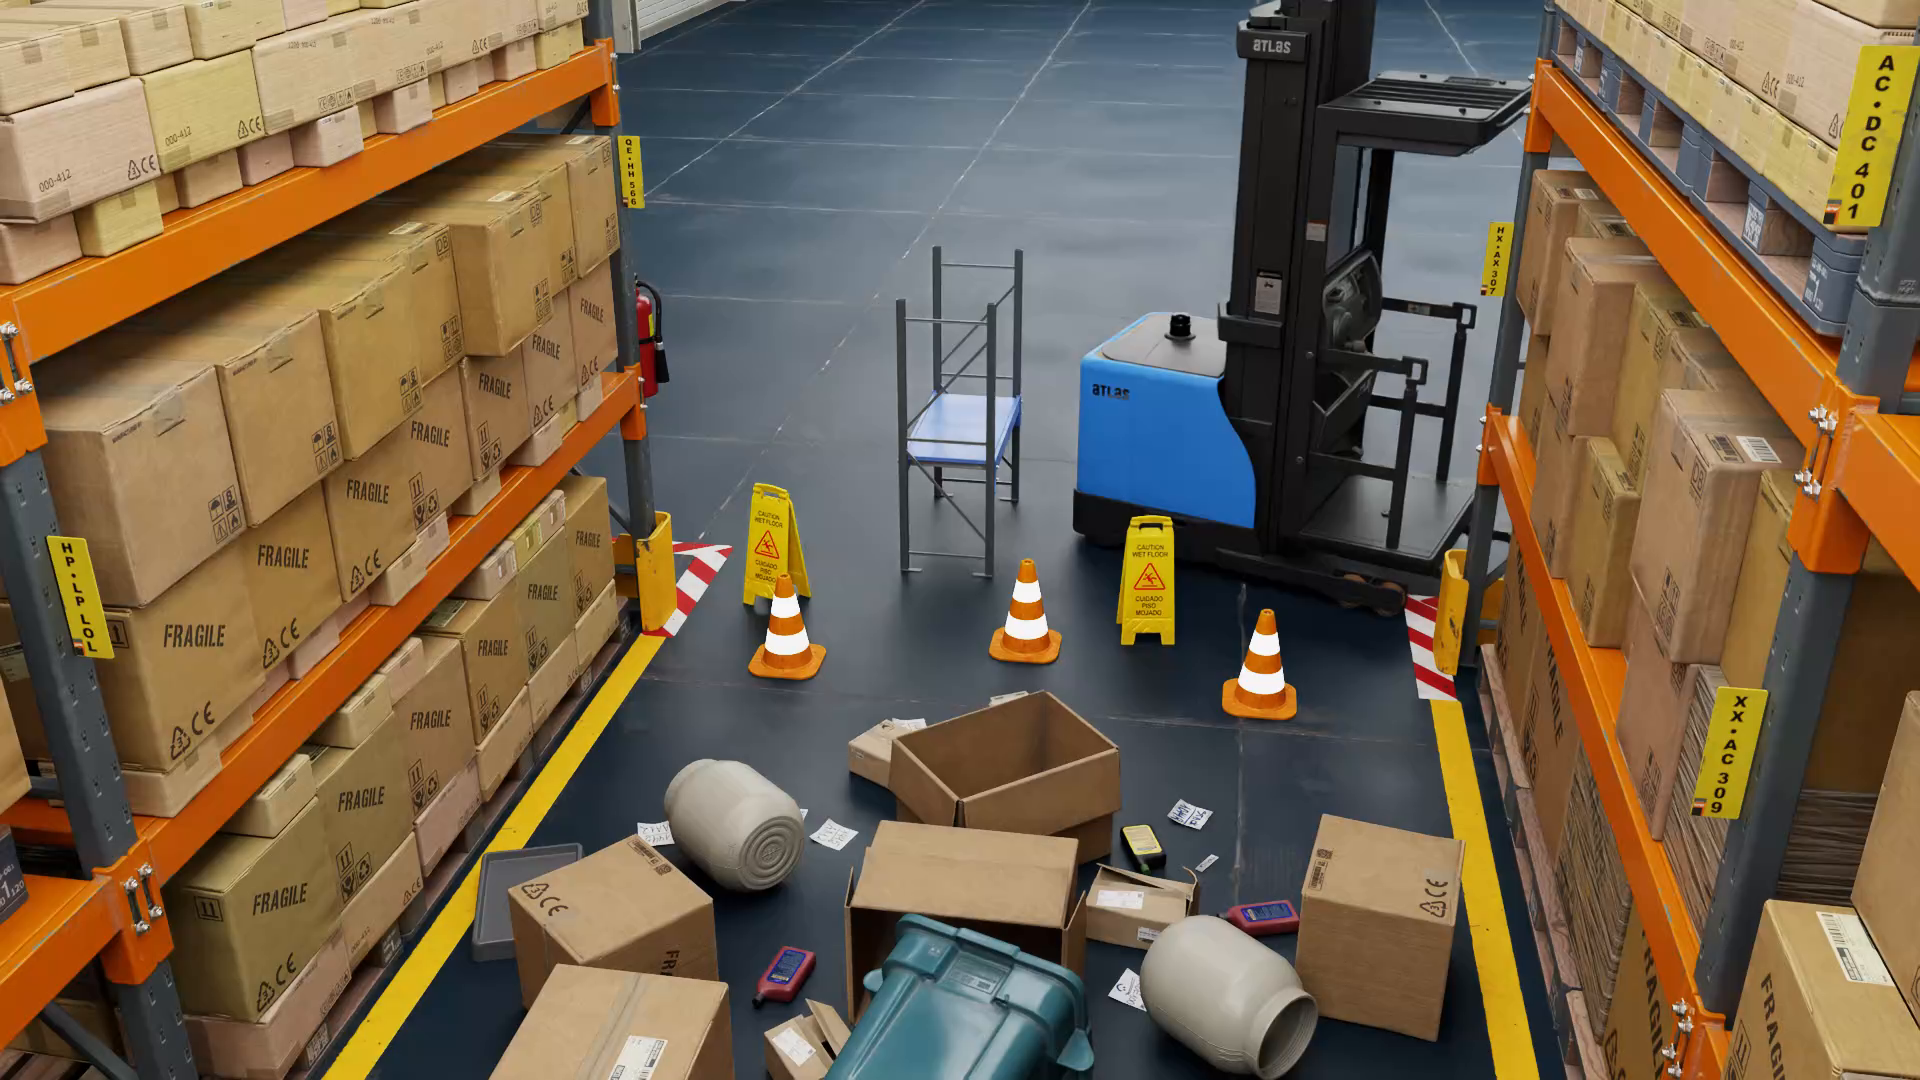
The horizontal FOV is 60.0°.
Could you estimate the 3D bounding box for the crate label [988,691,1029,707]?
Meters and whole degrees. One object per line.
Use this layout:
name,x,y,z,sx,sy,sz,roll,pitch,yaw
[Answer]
crate label,0.254,0.790,7.401,0.250,0.136,0.298,-9,27,-19

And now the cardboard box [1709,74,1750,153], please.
cardboard box,2.082,-1.045,4.090,0.380,0.149,0.250,4,25,9

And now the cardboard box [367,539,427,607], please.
cardboard box,-2.099,0.099,5.797,0.380,0.149,0.250,4,25,9

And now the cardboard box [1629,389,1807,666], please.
cardboard box,2.284,-0.017,4.298,0.875,0.550,0.550,4,25,9

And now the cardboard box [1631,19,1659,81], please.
cardboard box,2.249,-1.468,4.992,0.380,0.149,0.250,4,25,9

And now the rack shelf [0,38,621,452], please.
rack shelf,-2.359,-1.240,5.671,1.077,0.370,4.000,4,25,9

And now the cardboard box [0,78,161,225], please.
cardboard box,-2.344,-0.961,4.053,0.500,0.250,0.500,3,25,7

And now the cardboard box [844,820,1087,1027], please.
cardboard box,0.034,1.327,5.661,0.797,0.637,0.503,4,25,9

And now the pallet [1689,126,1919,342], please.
pallet,2.358,-0.730,3.838,1.003,0.211,1.213,4,25,9

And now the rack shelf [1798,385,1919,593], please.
rack shelf,1.887,0.734,1.455,1.077,0.370,4.000,4,25,9

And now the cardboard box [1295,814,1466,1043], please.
cardboard box,1.456,1.340,5.794,0.500,0.500,0.500,8,26,18

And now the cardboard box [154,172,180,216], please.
cardboard box,-2.363,-0.946,4.491,0.380,0.149,0.250,4,25,9

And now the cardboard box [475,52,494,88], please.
cardboard box,-2.007,-1.804,6.323,0.380,0.149,0.250,4,25,9

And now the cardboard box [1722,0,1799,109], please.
cardboard box,2.124,-1.166,3.878,0.500,0.250,0.500,4,25,8

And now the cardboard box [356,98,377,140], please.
cardboard box,-2.139,-1.375,5.407,0.380,0.149,0.250,4,25,9

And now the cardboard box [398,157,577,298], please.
cardboard box,-1.990,-1.237,6.706,0.700,0.500,0.500,4,25,9

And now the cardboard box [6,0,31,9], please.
cardboard box,-2.839,-1.459,4.646,0.380,0.149,0.250,5,26,10

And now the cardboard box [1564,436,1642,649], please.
cardboard box,2.523,0.029,5.473,0.875,0.550,0.500,4,25,9

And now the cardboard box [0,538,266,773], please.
cardboard box,-2.339,0.284,4.635,0.500,0.500,0.500,4,25,8

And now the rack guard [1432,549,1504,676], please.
rack guard,2.872,0.379,7.851,1.175,0.500,0.348,4,25,9

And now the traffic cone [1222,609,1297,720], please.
traffic cone,1.380,0.529,7.573,0.336,0.463,0.334,4,25,9

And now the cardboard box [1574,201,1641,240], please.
cardboard box,2.770,-0.911,6.208,0.875,0.550,0.550,4,25,9

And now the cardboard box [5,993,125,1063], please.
cardboard box,-2.854,1.418,5.430,0.500,0.250,0.500,5,26,11

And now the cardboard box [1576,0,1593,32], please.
cardboard box,2.413,-1.891,5.896,0.380,0.149,0.250,4,25,9

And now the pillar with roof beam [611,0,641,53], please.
pillar with roof beam,-0.744,-11.105,22.359,9.100,9.000,0.400,4,25,9

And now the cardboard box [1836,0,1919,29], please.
cardboard box,1.960,-1.087,3.238,0.380,0.149,0.250,4,25,8

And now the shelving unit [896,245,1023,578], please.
shelving unit,0.014,-0.715,9.008,0.538,1.500,1.048,4,25,9

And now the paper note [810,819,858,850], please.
paper note,-0.509,1.184,6.698,0.148,0.019,0.142,13,28,26

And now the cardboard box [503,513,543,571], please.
cardboard box,-1.944,-0.006,6.823,0.380,0.149,0.250,4,25,9

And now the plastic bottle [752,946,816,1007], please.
plastic bottle,-0.625,1.550,5.866,0.133,0.061,0.283,8,26,18

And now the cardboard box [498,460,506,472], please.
cardboard box,-2.070,-0.332,6.718,0.380,0.149,0.250,4,25,9

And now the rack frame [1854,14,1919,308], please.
rack frame,2.214,-1.787,2.454,1.000,3.000,0.127,4,25,9

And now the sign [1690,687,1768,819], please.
sign,1.667,0.464,3.606,0.100,0.325,0.005,4,25,9

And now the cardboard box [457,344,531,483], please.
cardboard box,-2.020,-0.560,6.439,0.500,0.500,0.500,4,25,8

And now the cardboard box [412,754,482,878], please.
cardboard box,-2.163,1.010,6.302,0.500,0.250,0.500,4,25,8

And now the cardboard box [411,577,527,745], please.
cardboard box,-2.077,0.454,6.606,0.500,0.500,0.500,3,25,7

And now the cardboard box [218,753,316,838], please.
cardboard box,-2.243,0.775,5.155,0.380,0.149,0.250,4,25,9

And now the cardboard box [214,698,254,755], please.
cardboard box,-2.328,0.524,4.888,0.380,0.149,0.250,5,26,10

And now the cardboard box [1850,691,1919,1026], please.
cardboard box,2.139,0.640,3.048,0.700,0.500,0.500,4,25,8

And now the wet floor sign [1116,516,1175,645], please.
wet floor sign,0.919,0.174,8.117,0.267,0.644,0.232,0,25,-1

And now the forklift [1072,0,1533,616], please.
forklift,2.166,-1.200,8.357,3.031,2.935,1.130,13,28,26

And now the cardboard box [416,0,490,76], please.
cardboard box,-2.013,-1.809,5.864,0.500,0.250,0.500,5,25,10

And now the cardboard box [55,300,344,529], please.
cardboard box,-2.295,-0.385,4.886,0.700,0.500,0.500,4,25,9

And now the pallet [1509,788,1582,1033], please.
pallet,2.613,1.368,6.078,1.003,0.211,1.213,4,25,9

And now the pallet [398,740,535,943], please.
pallet,-2.414,1.097,6.658,1.003,0.211,1.213,4,25,9

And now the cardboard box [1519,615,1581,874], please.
cardboard box,2.681,0.685,6.259,0.875,0.875,0.875,4,25,8

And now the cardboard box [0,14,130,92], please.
cardboard box,-2.298,-1.197,4.086,0.380,0.149,0.250,5,26,10

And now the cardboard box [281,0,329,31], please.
cardboard box,-2.153,-1.634,5.021,0.380,0.149,0.250,4,25,8
